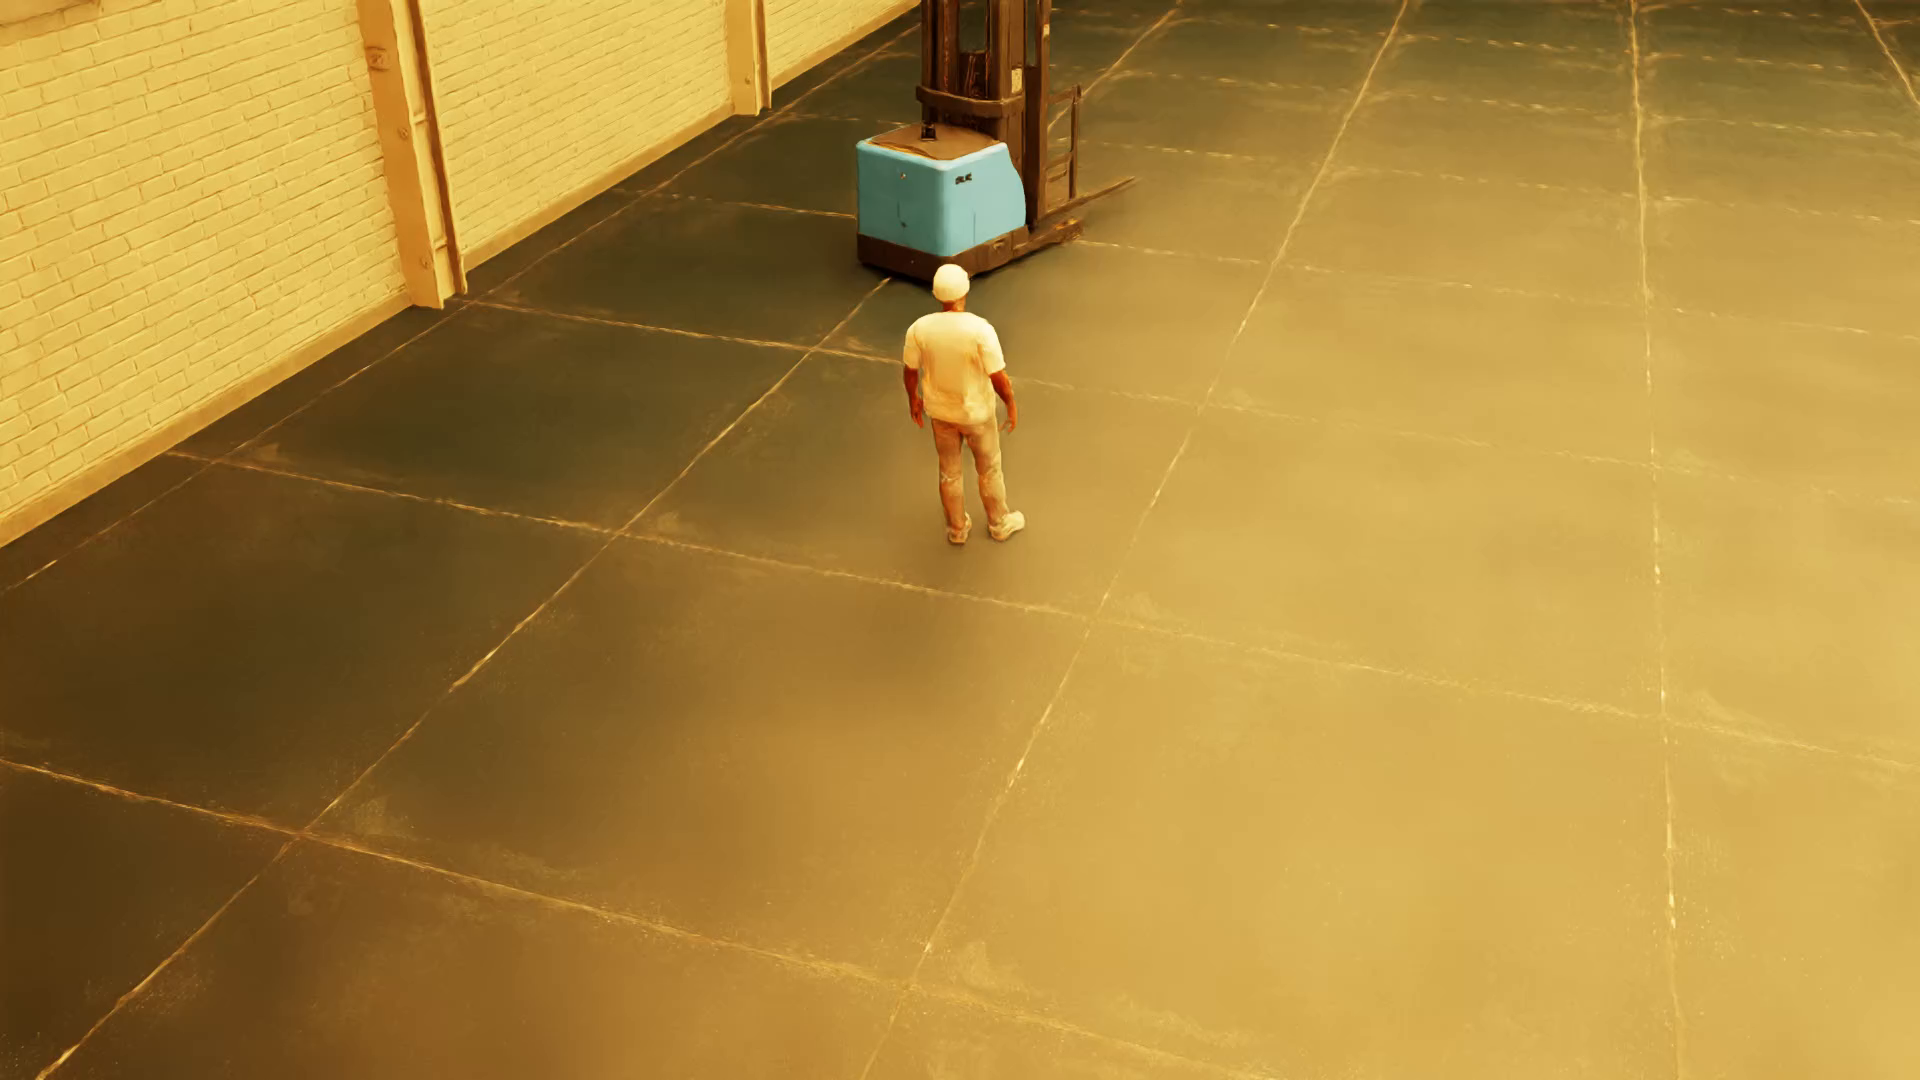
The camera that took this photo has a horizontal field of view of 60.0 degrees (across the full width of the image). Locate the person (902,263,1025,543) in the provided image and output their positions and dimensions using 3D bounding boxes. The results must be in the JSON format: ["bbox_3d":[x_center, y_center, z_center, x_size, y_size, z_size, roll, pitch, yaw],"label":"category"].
[{"bbox_3d":[0.028,-0.805,9.711,0.665,1.766,0.576,10,31,16],"label":"person"}]

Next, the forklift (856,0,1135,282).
[{"bbox_3d":[0.440,-4.028,14.203,1.130,2.935,3.031,22,36,33],"label":"forklift"}]
